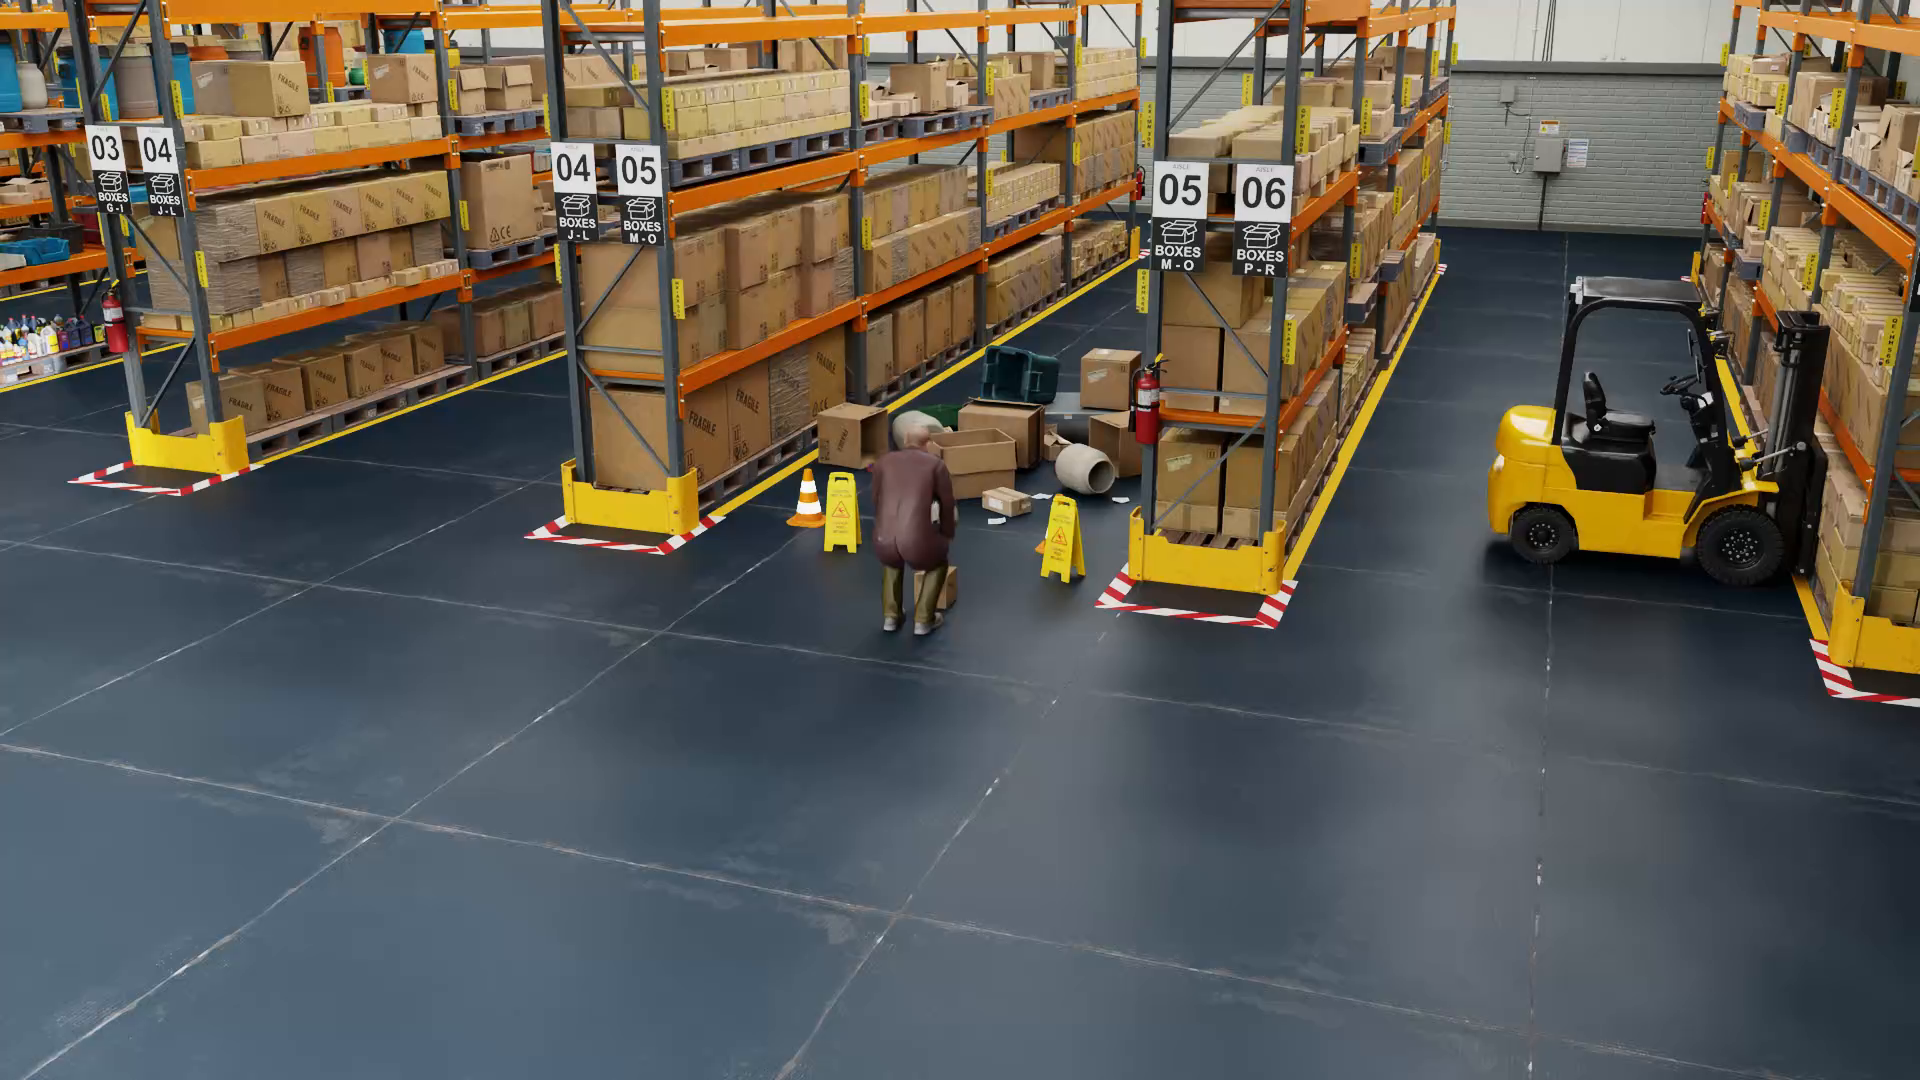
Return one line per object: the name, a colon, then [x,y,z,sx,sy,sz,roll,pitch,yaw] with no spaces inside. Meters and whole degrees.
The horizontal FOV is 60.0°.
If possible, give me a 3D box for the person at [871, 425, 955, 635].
person: [-0.370,-0.063,11.864,0.631,1.410,0.719,6,19,18]
